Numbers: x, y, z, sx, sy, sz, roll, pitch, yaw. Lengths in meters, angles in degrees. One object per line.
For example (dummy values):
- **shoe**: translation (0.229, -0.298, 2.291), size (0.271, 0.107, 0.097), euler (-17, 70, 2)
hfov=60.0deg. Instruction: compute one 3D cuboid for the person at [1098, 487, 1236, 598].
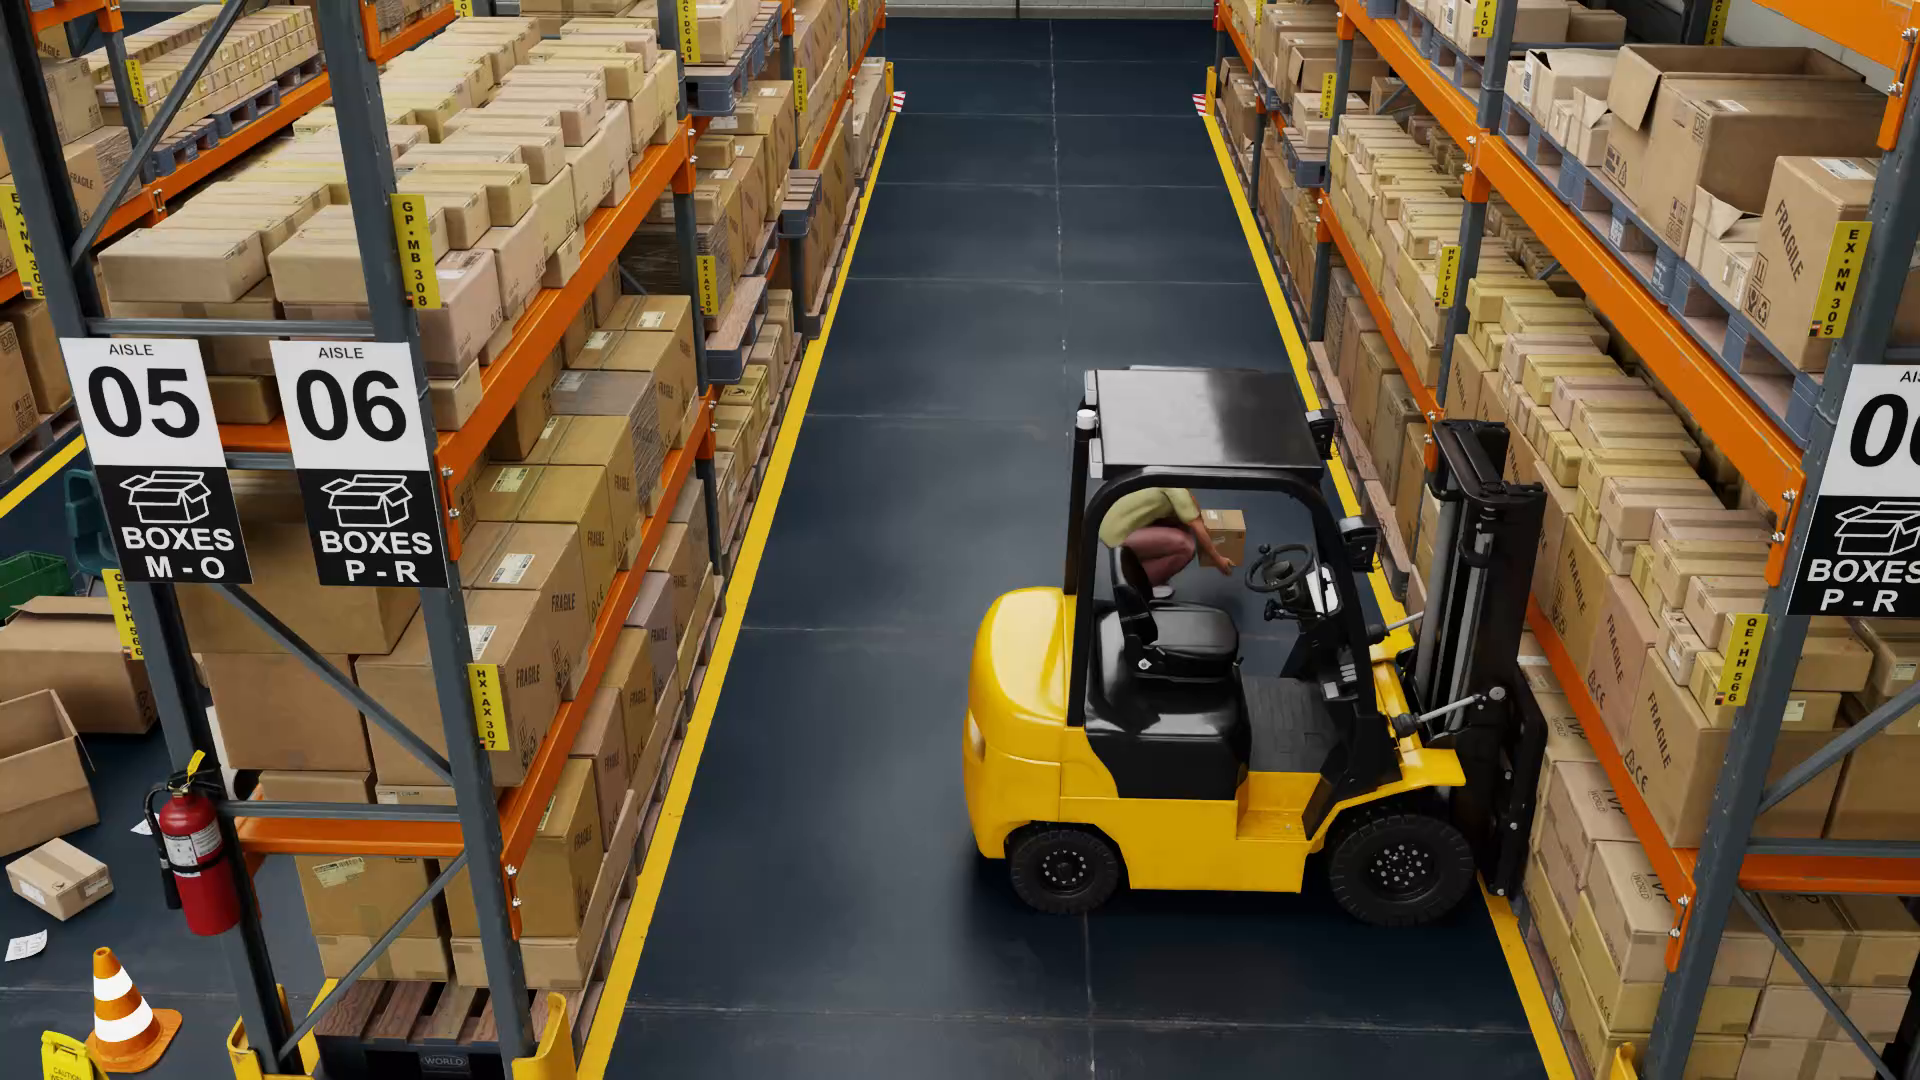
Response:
- **person**: translation (1.204, -0.140, 9.684), size (0.816, 0.934, 0.466), euler (1, 28, 1)
